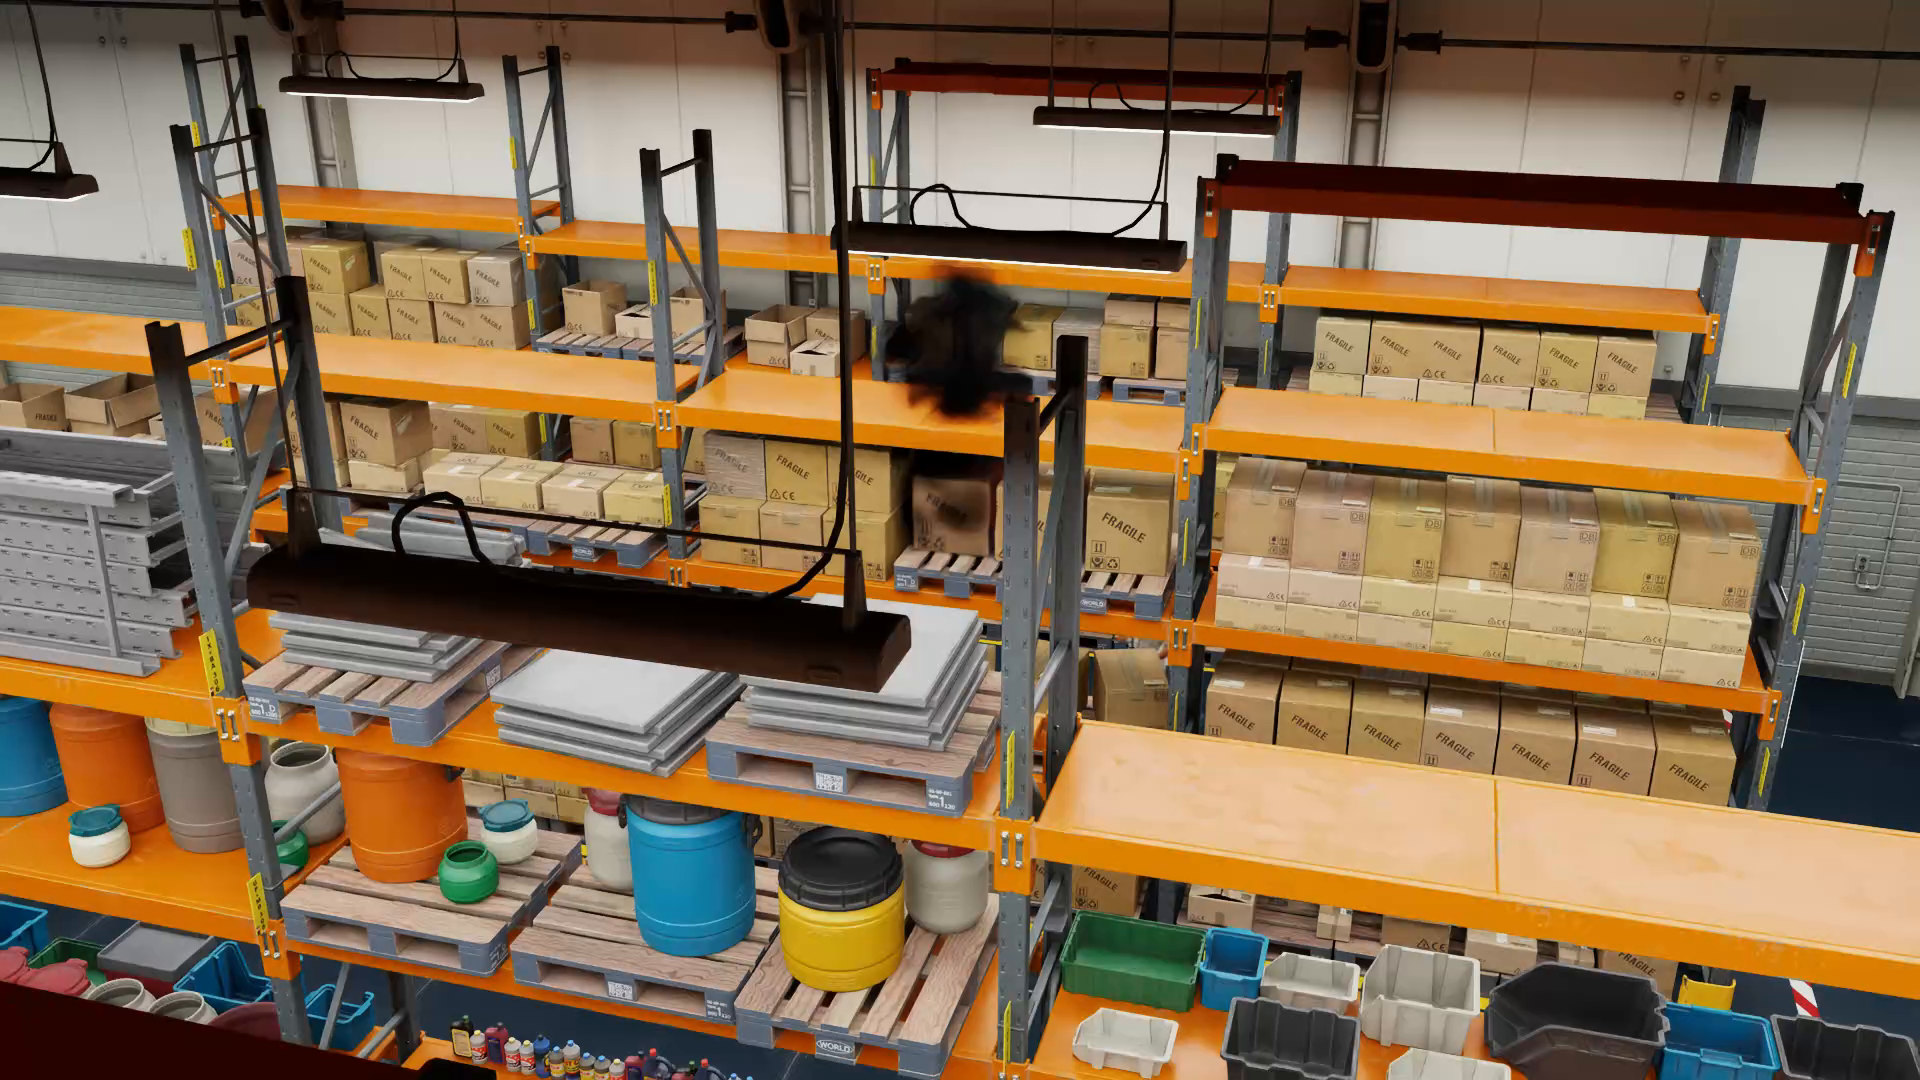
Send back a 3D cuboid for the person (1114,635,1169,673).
[{"bbox_3d":[1.814,1.183,15.780,0.891,1.664,0.609,0,23,1],"label":"person"}]
